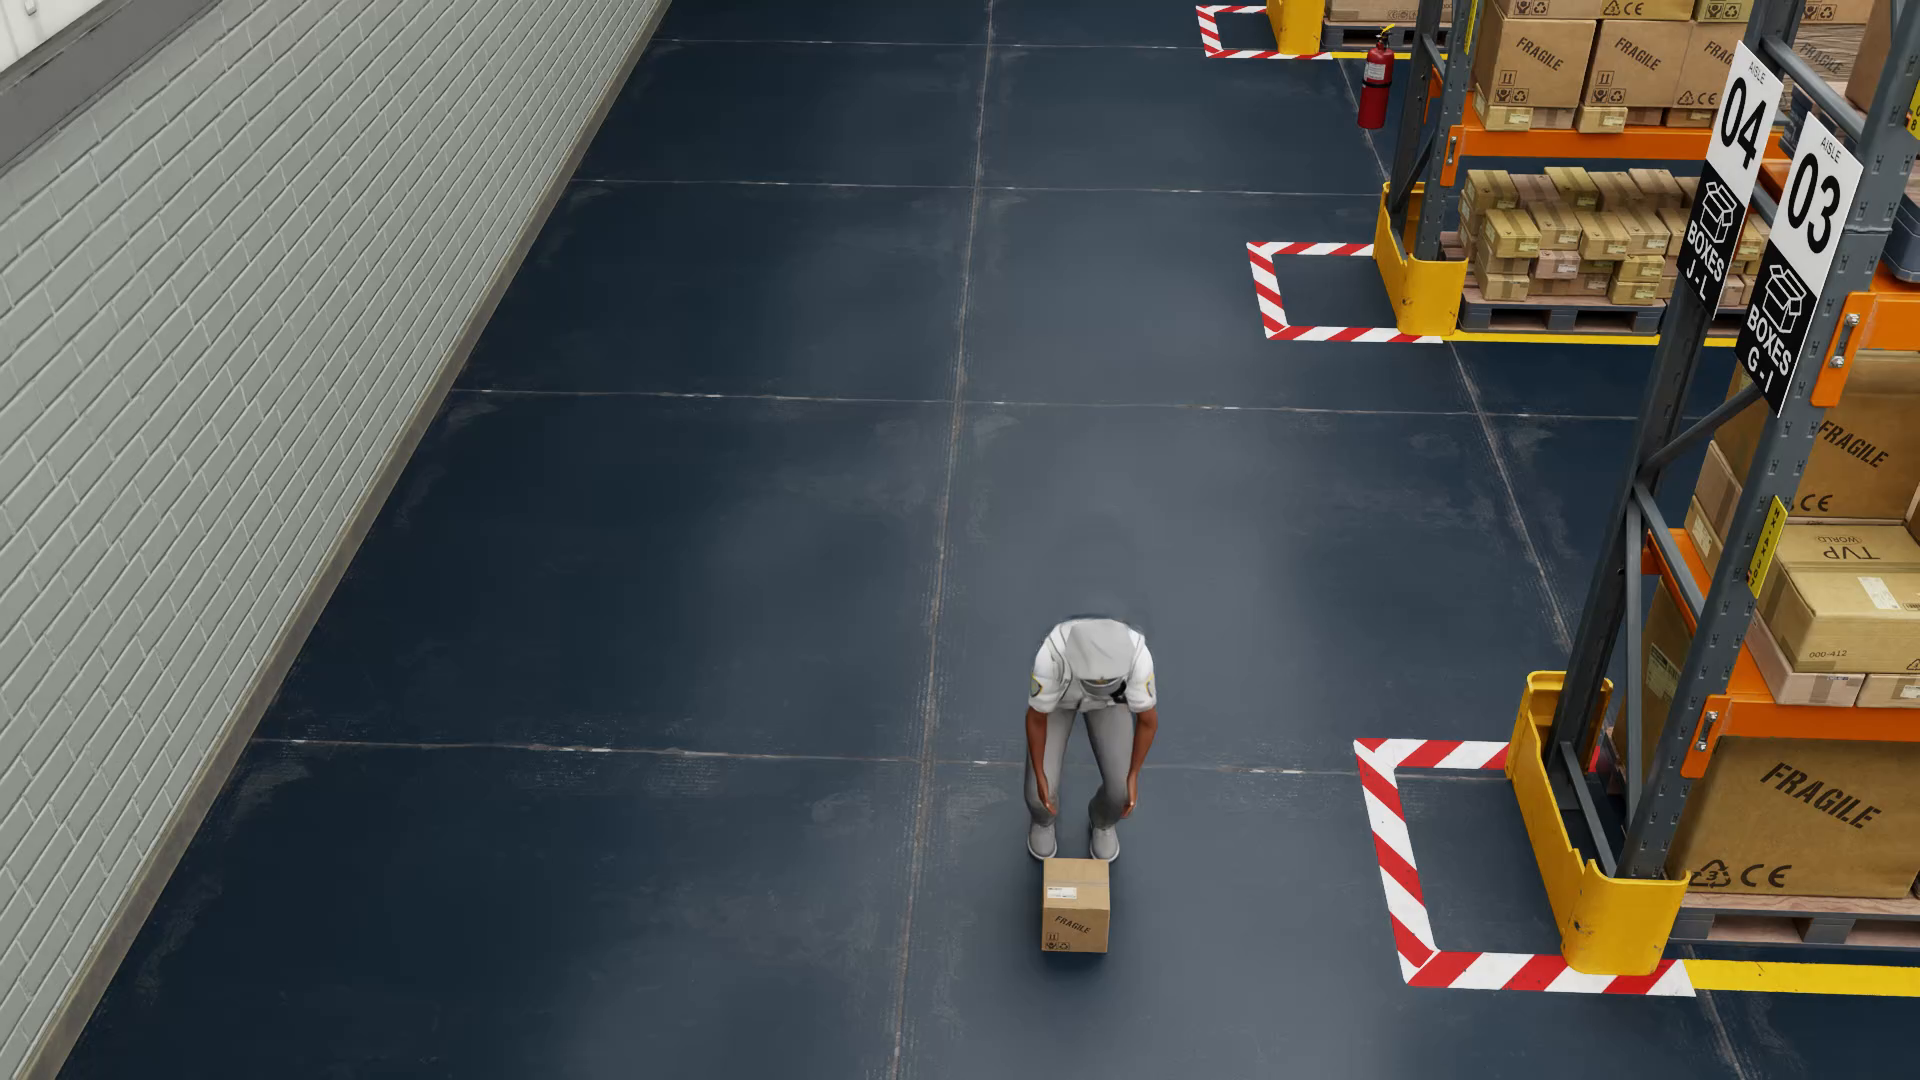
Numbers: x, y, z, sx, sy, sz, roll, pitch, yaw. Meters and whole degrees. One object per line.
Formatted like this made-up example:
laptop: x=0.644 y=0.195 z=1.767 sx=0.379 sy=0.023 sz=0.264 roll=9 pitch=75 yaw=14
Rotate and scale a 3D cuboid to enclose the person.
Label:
person: x=0.498 y=0.733 z=6.393 sx=0.496 sy=1.331 sz=0.740 roll=1 pitch=36 yaw=2
